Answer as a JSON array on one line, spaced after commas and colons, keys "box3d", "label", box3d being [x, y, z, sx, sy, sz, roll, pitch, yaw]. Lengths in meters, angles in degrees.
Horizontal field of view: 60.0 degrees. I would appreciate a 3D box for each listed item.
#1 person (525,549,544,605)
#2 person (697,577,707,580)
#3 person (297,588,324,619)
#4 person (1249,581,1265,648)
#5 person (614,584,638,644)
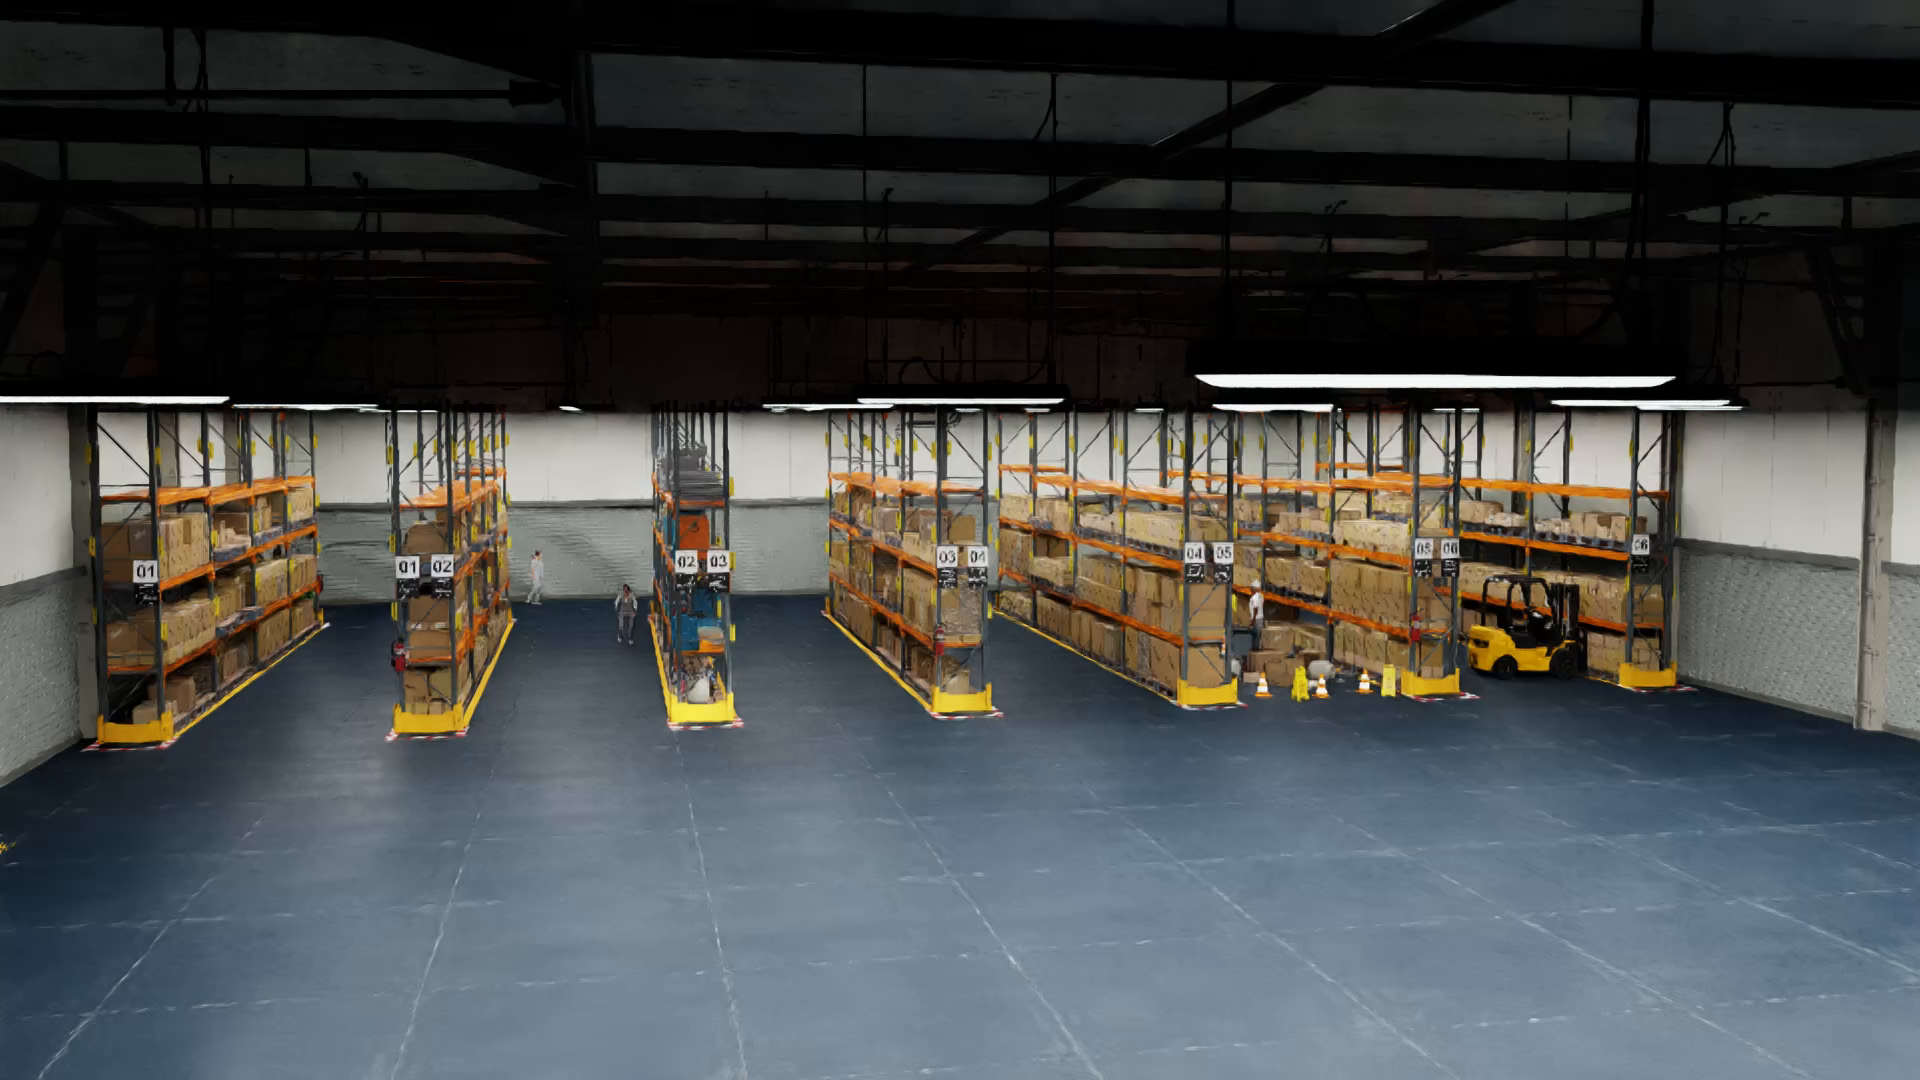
[{"box3d": [-12.781, 1.125, 49.960, 0.448, 1.647, 0.622, 2, 5, 23], "label": "person"}, {"box3d": [-7.429, 1.266, 48.181, 0.701, 1.664, 0.482, -3, 5, -38], "label": "person"}, {"box3d": [-18.034, 1.361, 45.895, 0.531, 1.785, 0.710, 2, 5, 25], "label": "person"}, {"box3d": [7.011, 1.849, 39.540, 0.574, 1.764, 0.669, 1, 4, 13], "label": "person"}, {"box3d": [-8.321, 1.839, 41.431, 0.566, 1.541, 0.519, -1, 4, -14], "label": "person"}]
